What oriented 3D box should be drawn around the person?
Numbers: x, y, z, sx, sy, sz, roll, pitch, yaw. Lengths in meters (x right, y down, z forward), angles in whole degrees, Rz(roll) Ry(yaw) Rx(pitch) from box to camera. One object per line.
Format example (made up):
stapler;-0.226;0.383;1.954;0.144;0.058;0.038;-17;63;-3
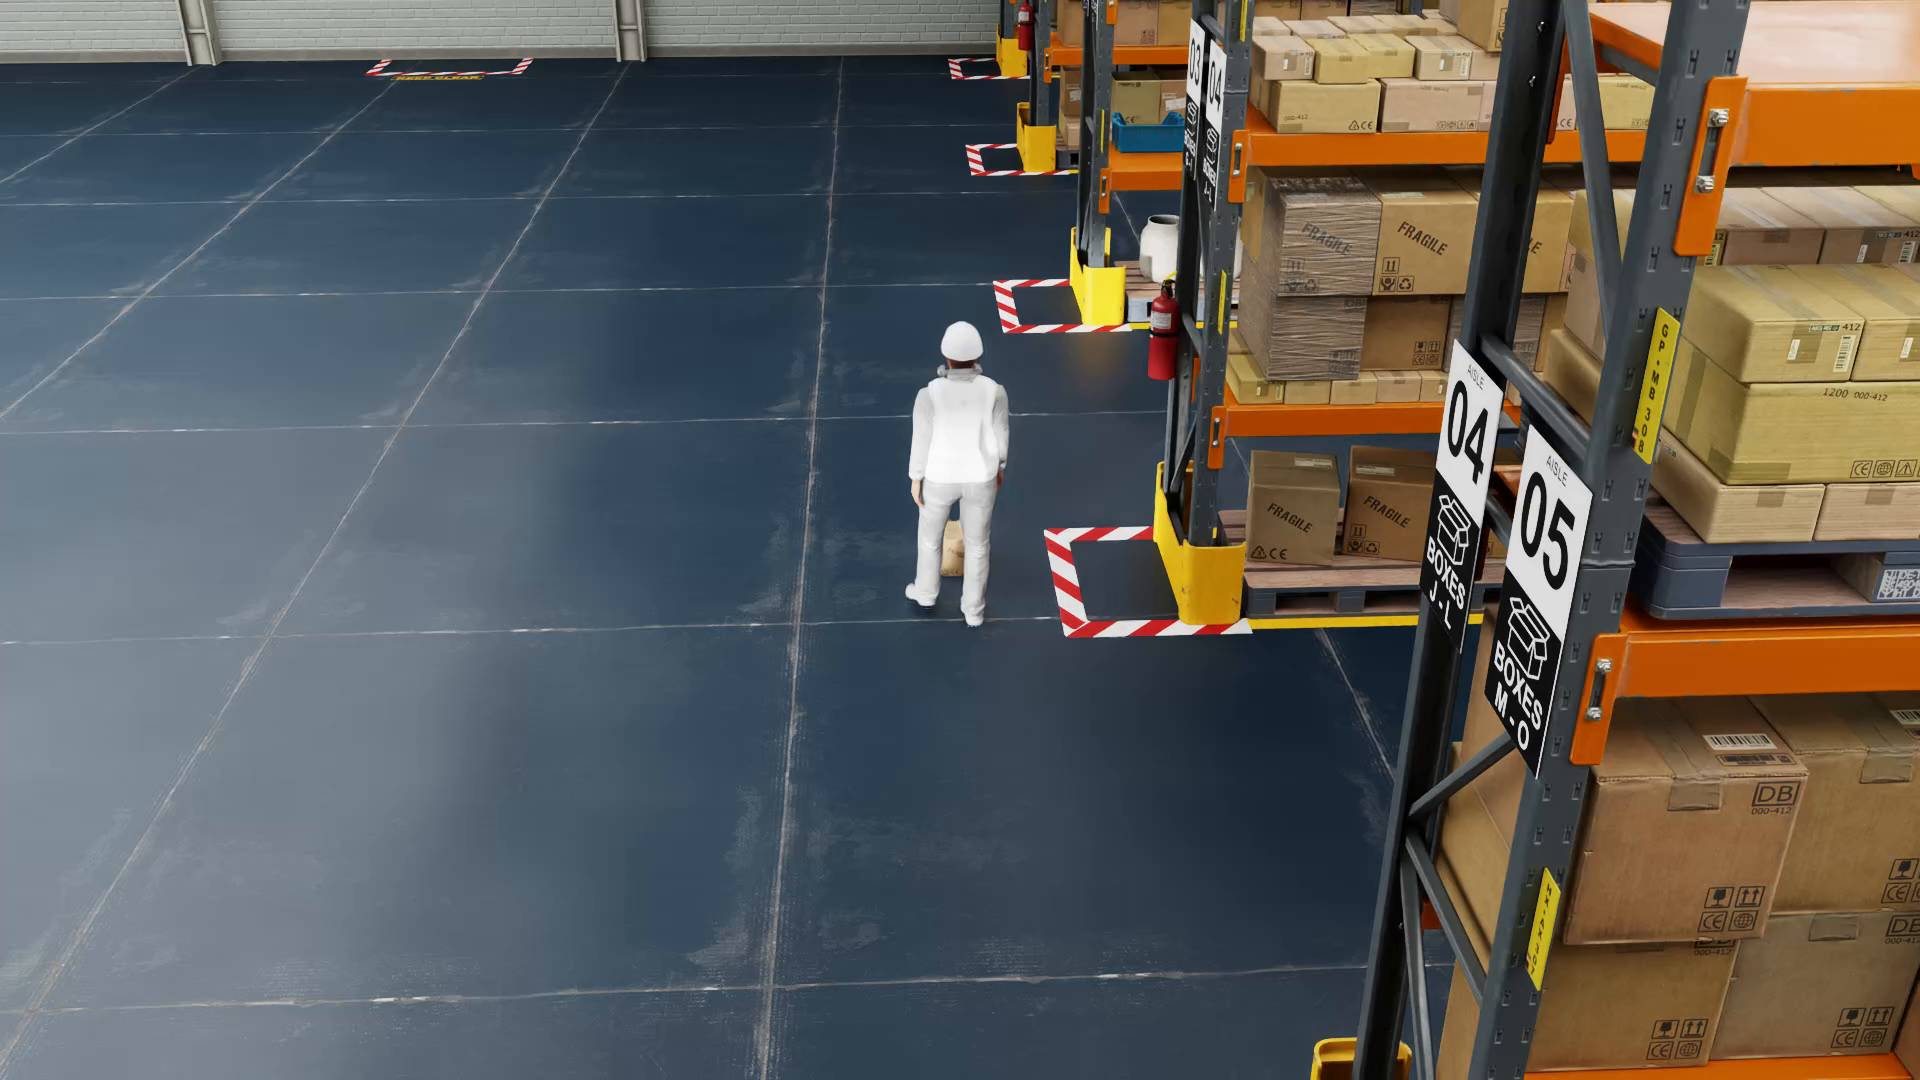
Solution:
person;-0.016;-0.392;9.338;0.566;1.788;0.550;-3;28;-6
